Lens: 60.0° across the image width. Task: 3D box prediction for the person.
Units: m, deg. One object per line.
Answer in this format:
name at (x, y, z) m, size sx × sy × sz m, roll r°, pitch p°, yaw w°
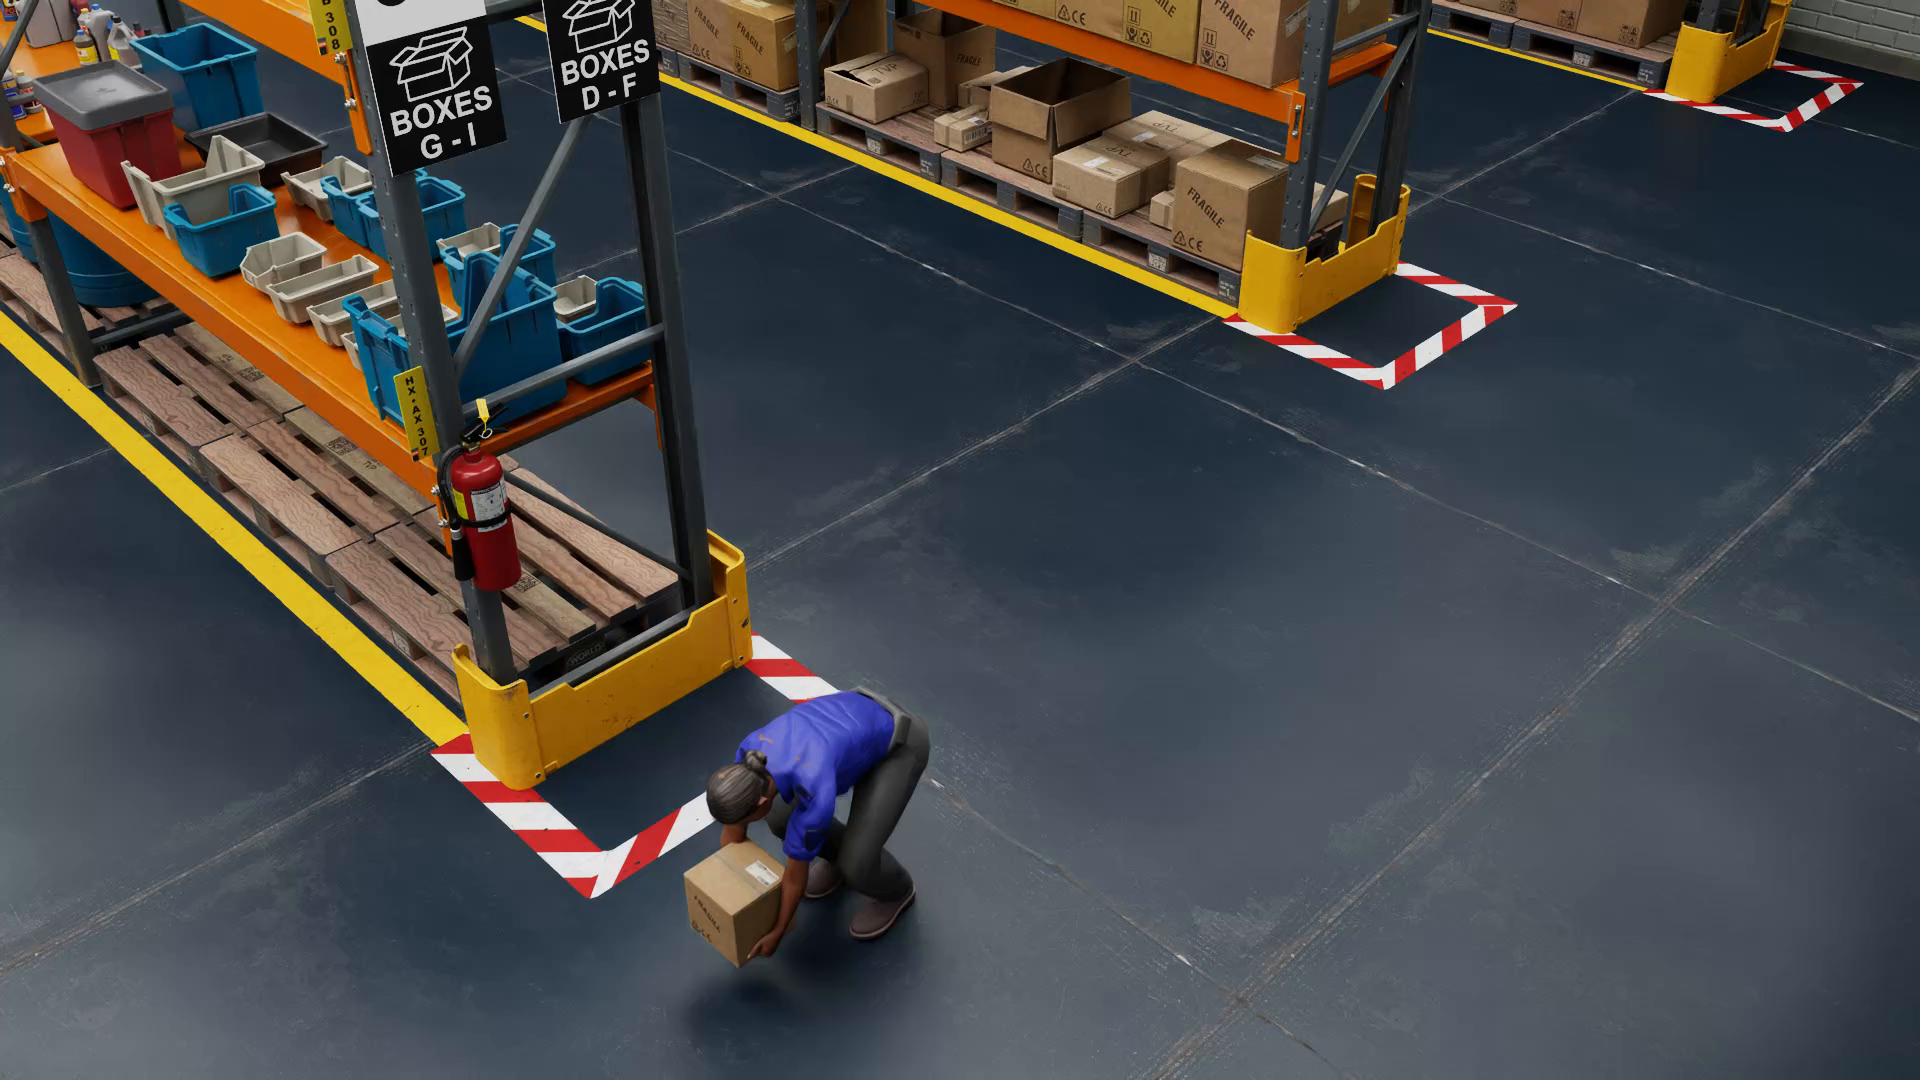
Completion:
person at (-0.461, 0.925, 5.462) m, size 0.469 × 0.963 × 0.859 m, roll 28°, pitch 44°, yaw 33°
